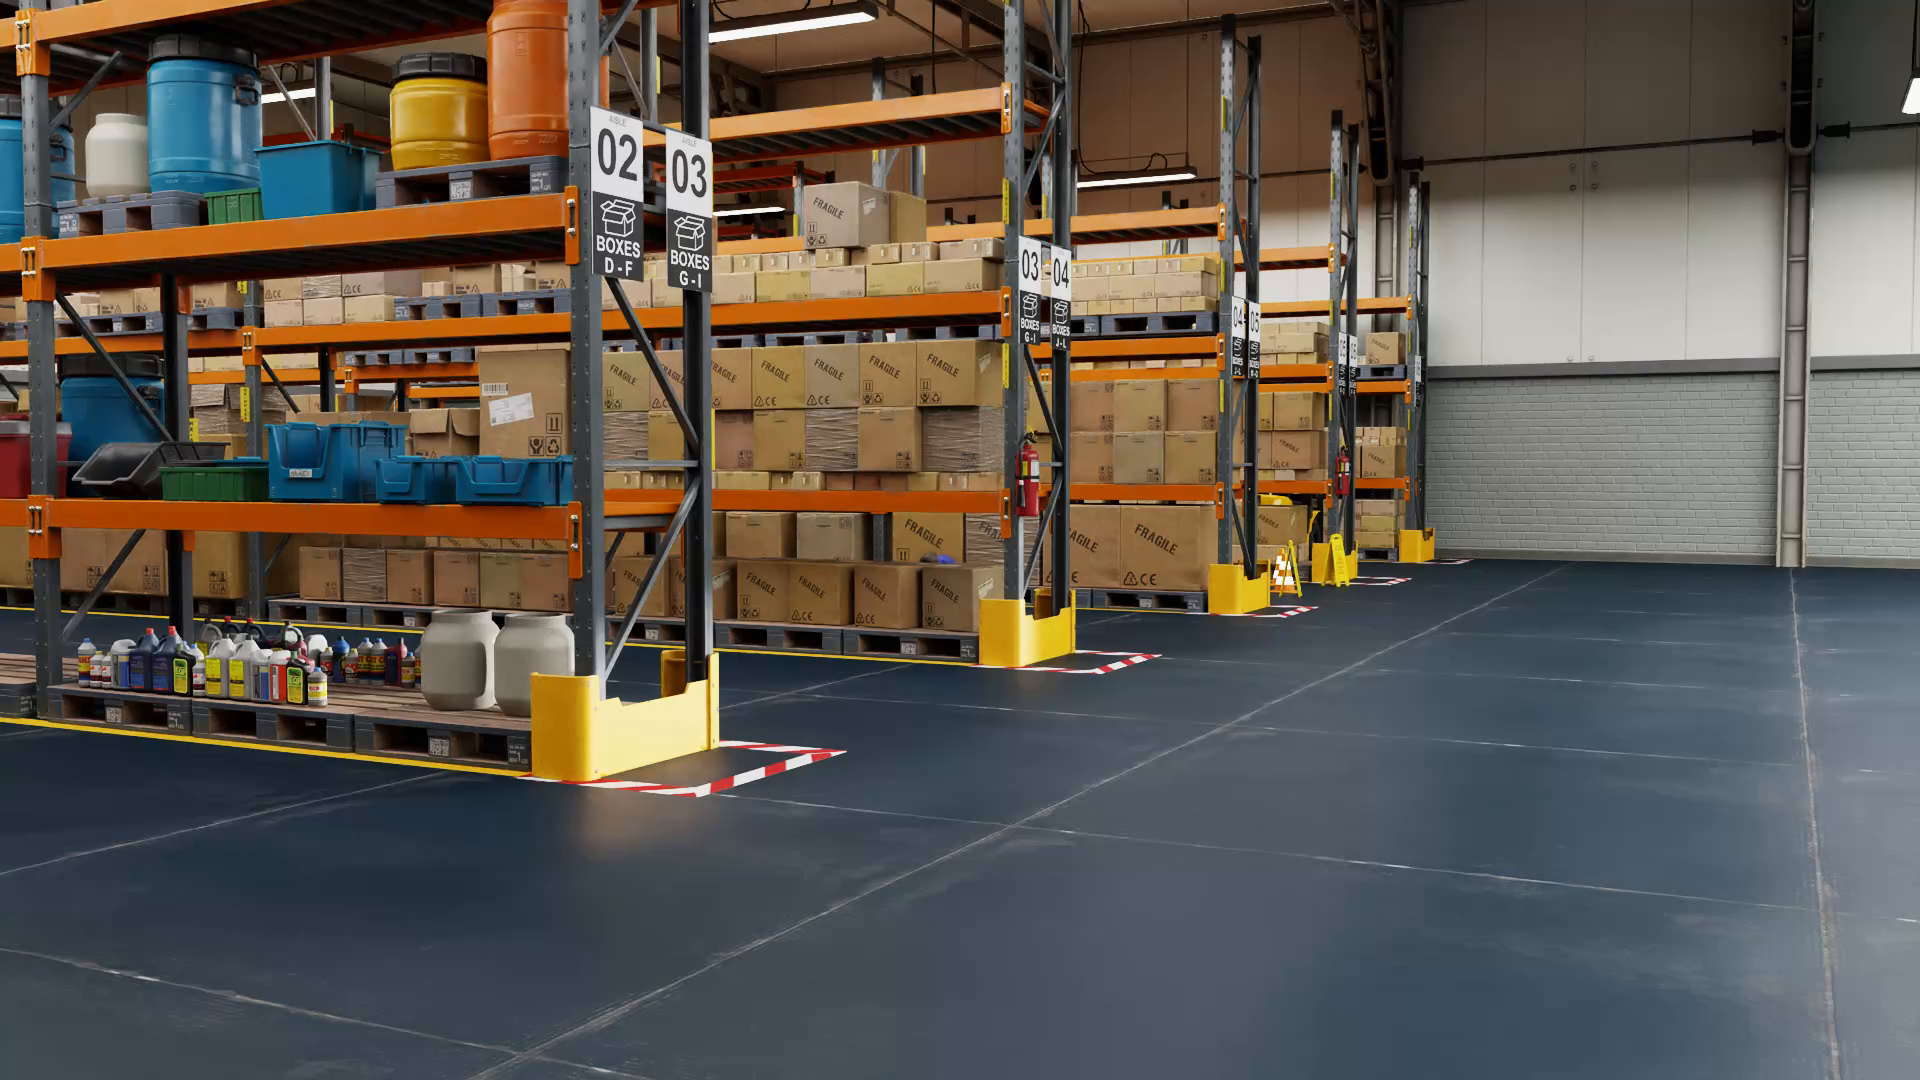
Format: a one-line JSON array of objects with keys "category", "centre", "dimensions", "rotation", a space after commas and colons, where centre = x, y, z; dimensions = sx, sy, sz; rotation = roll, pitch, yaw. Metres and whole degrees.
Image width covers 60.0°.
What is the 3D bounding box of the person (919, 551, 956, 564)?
[{"category": "person", "centre": [-0.188, 0.487, 15.050], "dimensions": [0.461, 0.803, 0.832], "rotation": [1, 3, 25]}]
